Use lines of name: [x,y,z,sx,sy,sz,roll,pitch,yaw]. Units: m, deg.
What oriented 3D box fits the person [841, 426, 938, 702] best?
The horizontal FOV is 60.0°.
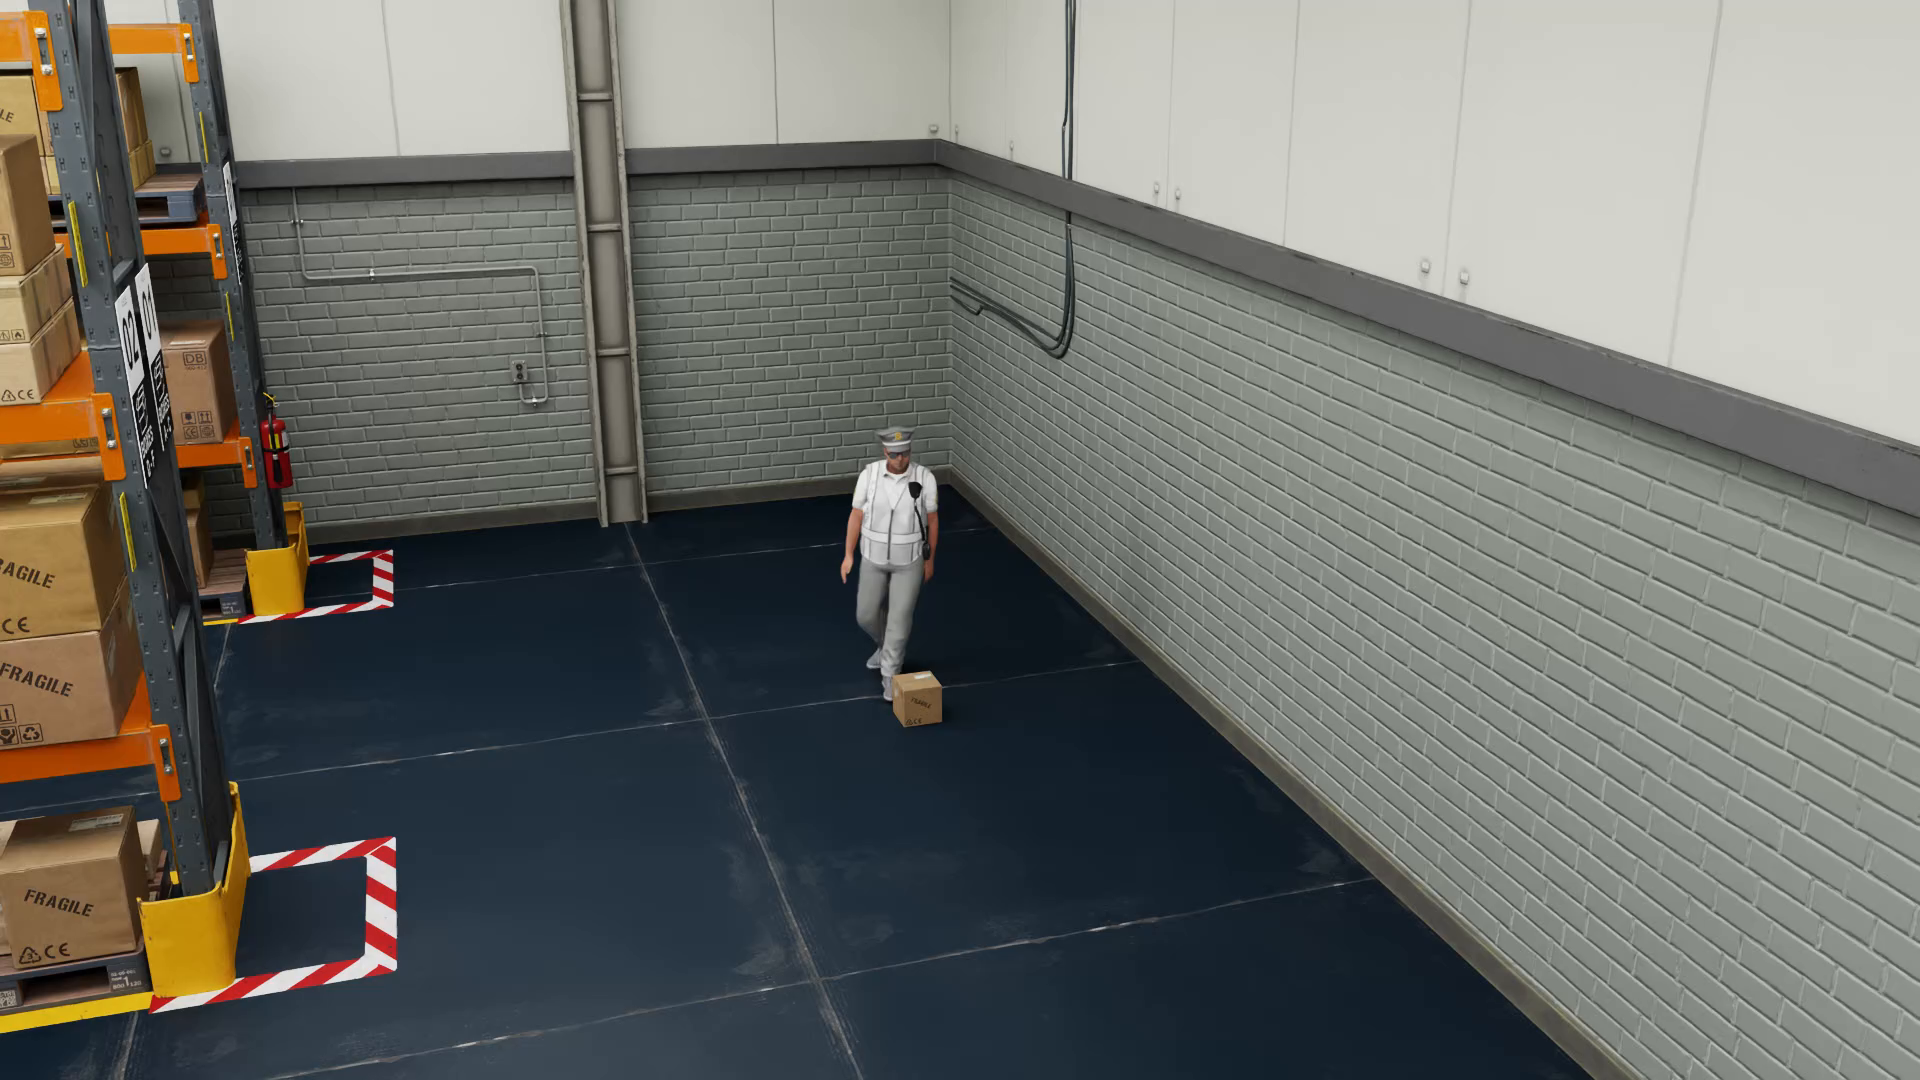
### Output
person: [-0.453,0.121,10.677,0.608,1.741,0.662,2,19,7]
